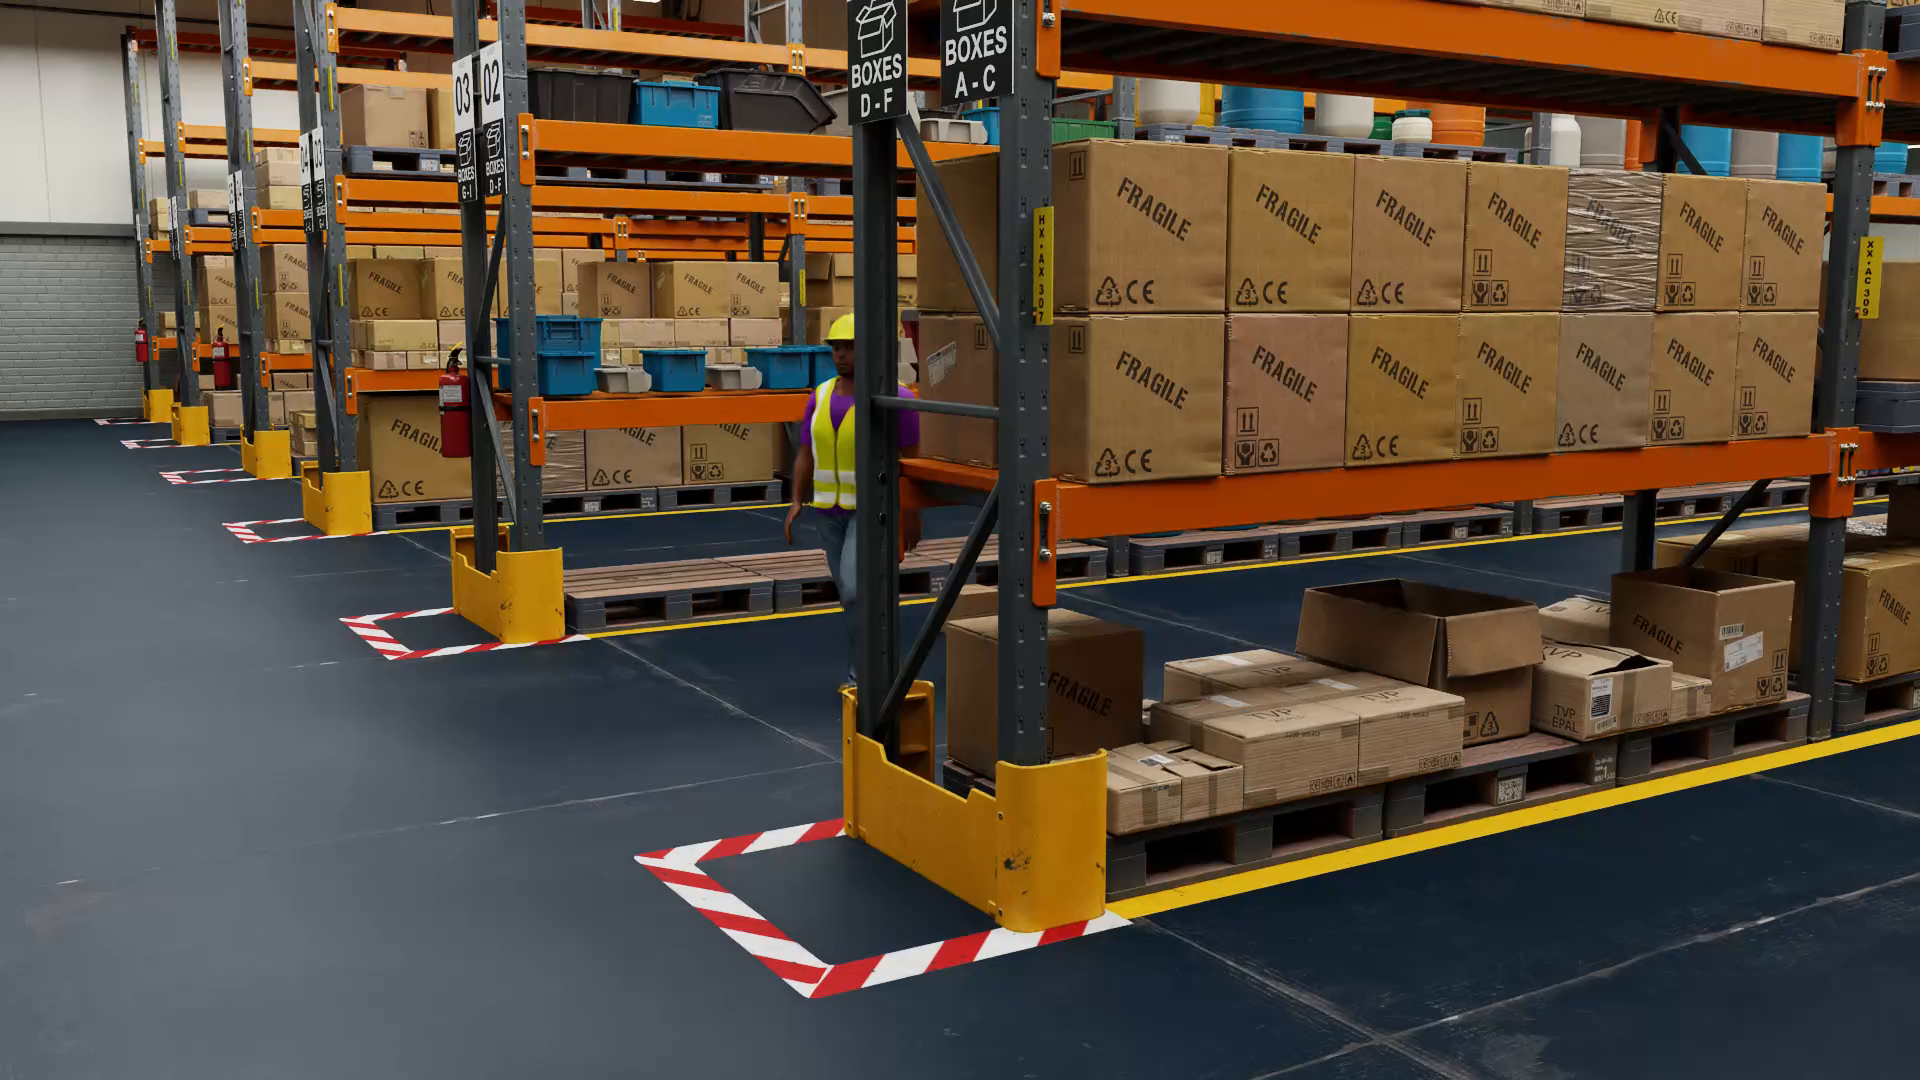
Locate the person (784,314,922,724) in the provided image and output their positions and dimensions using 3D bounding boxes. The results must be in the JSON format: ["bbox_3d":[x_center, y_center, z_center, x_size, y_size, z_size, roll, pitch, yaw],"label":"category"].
[{"bbox_3d":[-0.479,-0.096,7.489,0.582,1.826,0.581,5,10,32],"label":"person"}]
